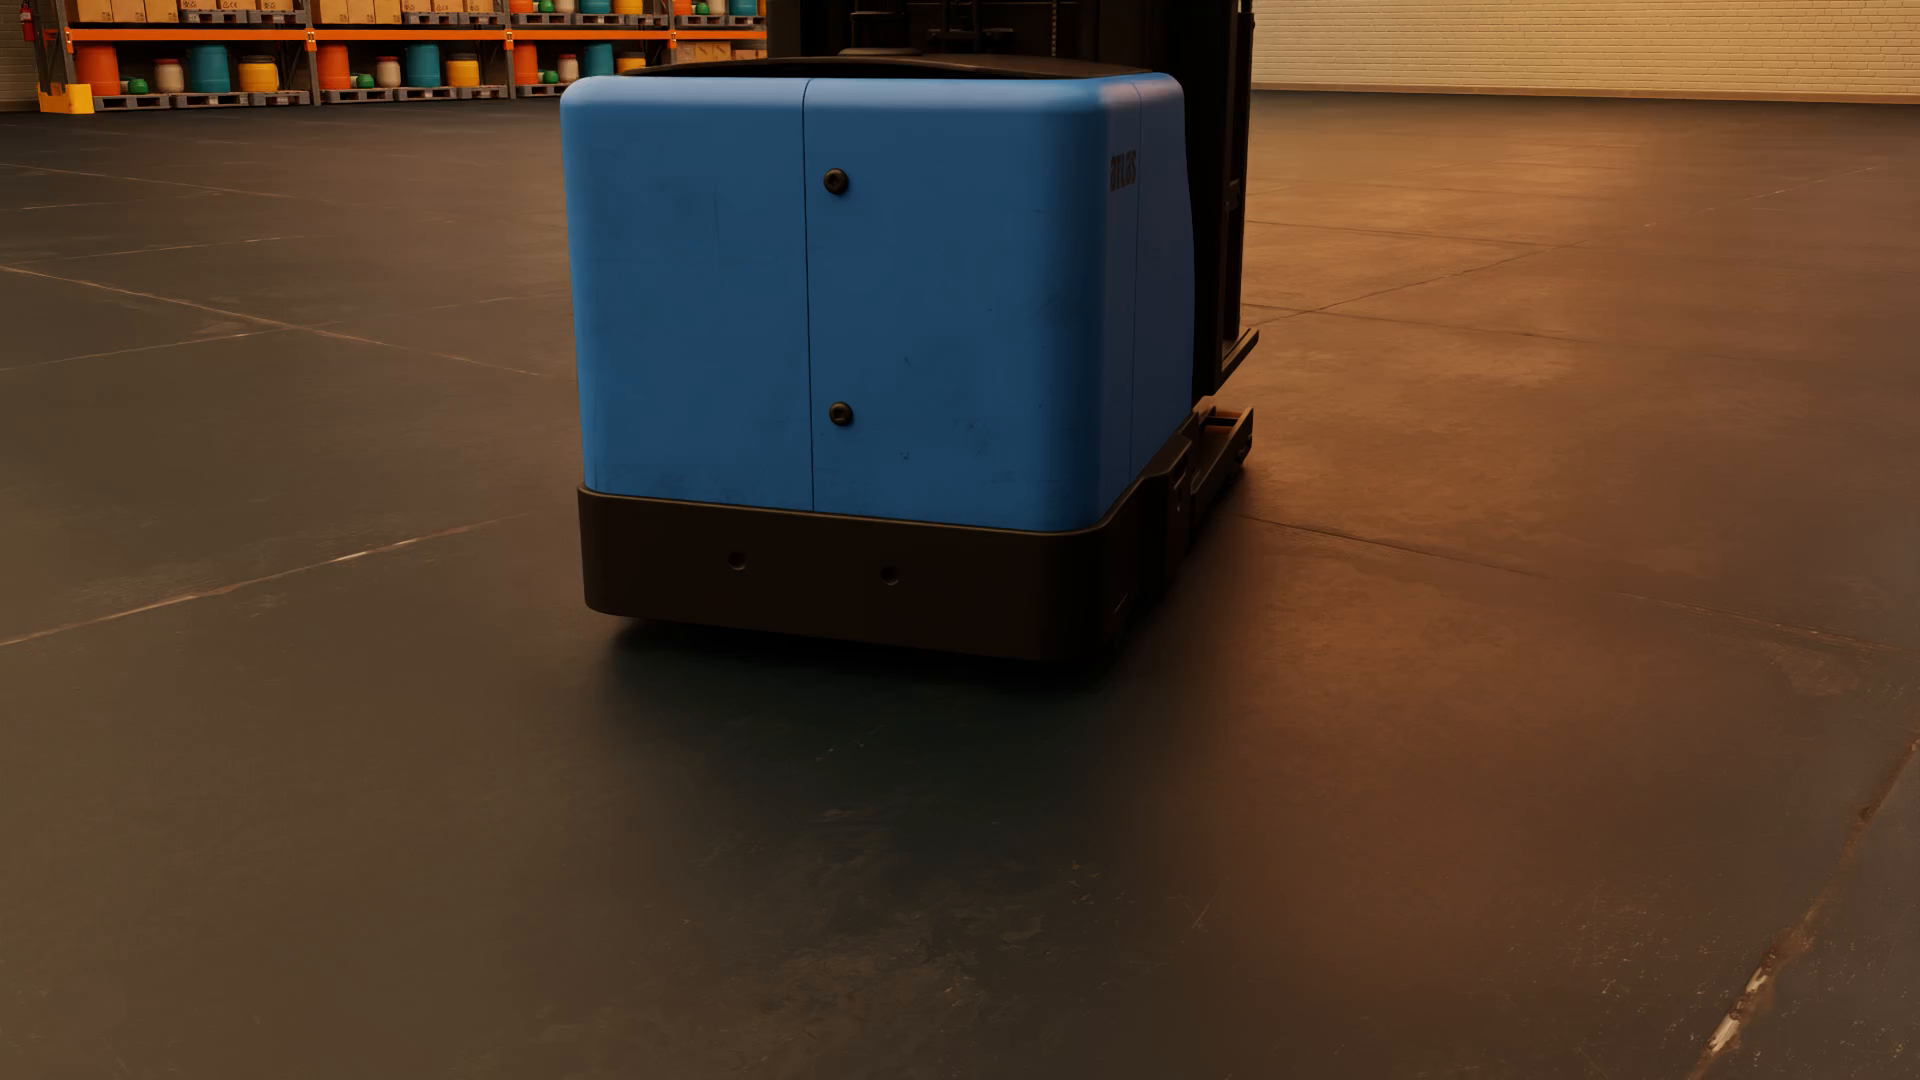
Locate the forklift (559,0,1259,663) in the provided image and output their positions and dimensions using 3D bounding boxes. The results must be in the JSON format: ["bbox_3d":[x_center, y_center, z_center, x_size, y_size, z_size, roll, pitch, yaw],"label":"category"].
[{"bbox_3d":[0.182,-1.571,4.072,1.130,2.935,3.031,5,18,17],"label":"forklift"}]
